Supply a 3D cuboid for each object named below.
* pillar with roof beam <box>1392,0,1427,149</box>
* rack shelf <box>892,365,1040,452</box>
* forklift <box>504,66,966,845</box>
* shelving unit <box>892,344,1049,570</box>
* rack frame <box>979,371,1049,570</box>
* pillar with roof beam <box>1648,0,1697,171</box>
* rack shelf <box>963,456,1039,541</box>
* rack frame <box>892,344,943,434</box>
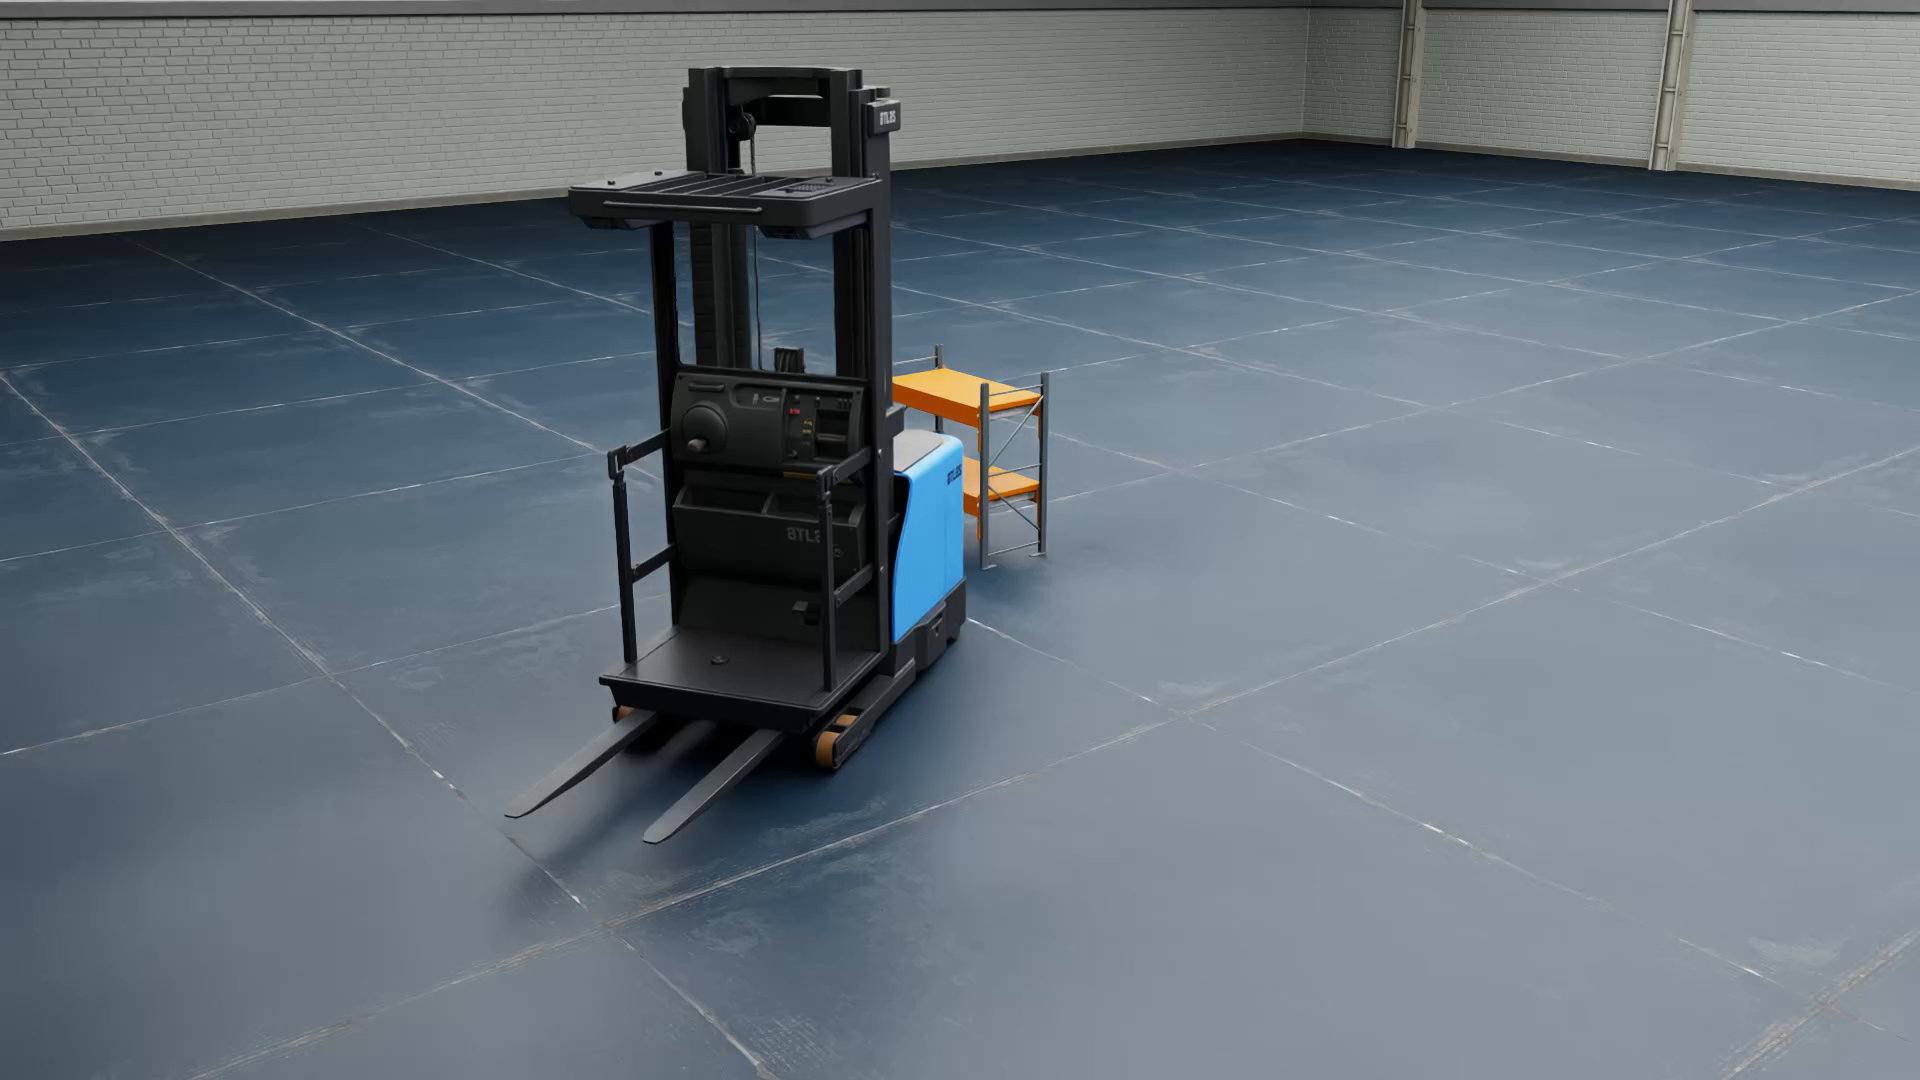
[{"bbox_3d":[6.252,-11.952,32.141,9.100,9.000,0.400,-14,23,-36],"label":"pillar with roof beam"},{"bbox_3d":[0.004,-0.810,10.089,0.538,0.278,1.000,-14,23,-36],"label":"rack shelf"},{"bbox_3d":[-0.943,-0.527,7.293,1.130,2.935,3.031,6,19,19],"label":"forklift"},{"bbox_3d":[0.004,-0.532,10.181,0.538,1.125,1.048,-14,23,-36],"label":"shelving unit"},{"bbox_3d":[0.320,-0.407,9.802,0.500,1.125,0.032,-14,23,-36],"label":"rack frame"},{"bbox_3d":[9.978,-10.473,27.676,9.100,9.000,0.400,-14,23,-36],"label":"pillar with roof beam"},{"bbox_3d":[0.004,-0.300,10.258,0.538,0.278,1.000,-14,23,-36],"label":"rack shelf"},{"bbox_3d":[-0.311,-0.658,10.559,0.500,1.125,0.032,-14,23,-36],"label":"rack frame"}]
